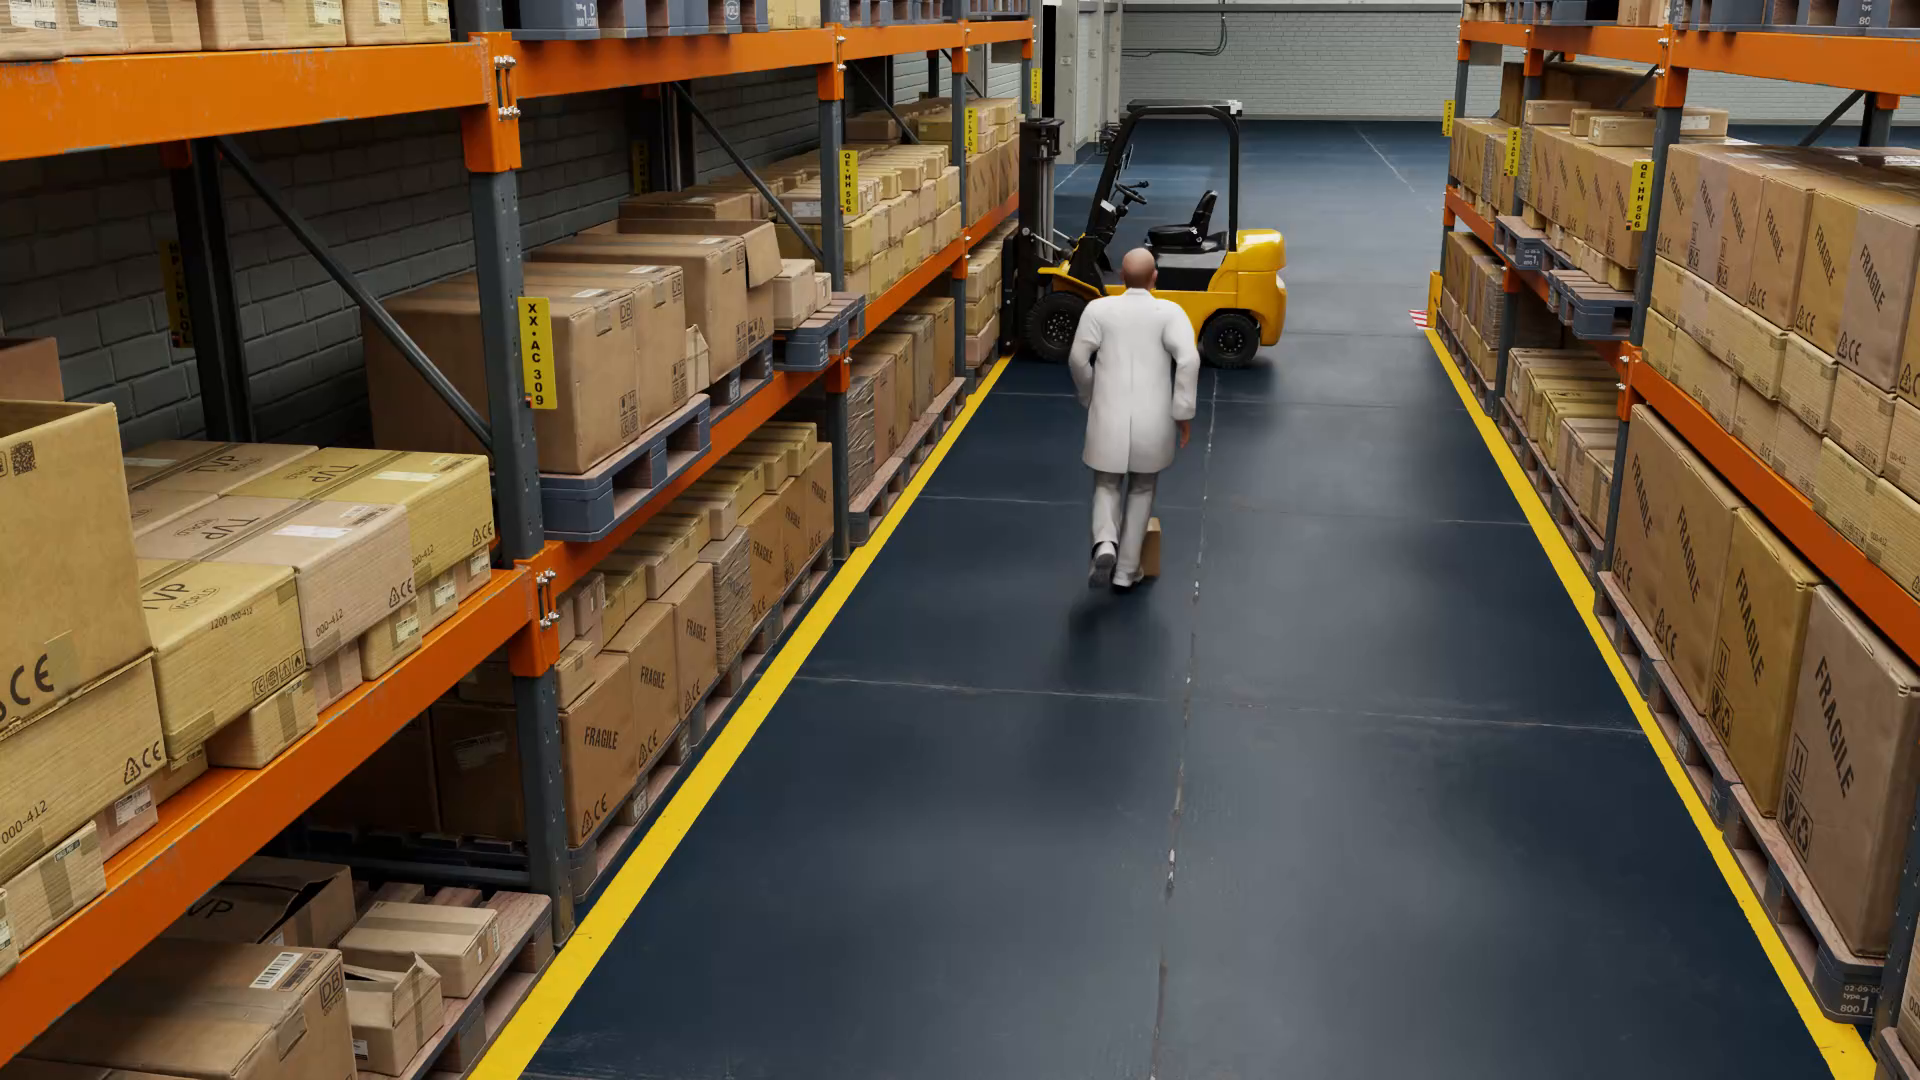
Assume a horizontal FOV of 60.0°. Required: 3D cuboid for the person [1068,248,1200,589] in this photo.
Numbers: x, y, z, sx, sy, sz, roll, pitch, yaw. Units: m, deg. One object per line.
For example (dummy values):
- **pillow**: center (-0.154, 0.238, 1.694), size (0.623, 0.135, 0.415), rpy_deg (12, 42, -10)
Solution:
- **person**: center (0.865, -0.571, 8.417), size (0.666, 1.746, 0.772), rpy_deg (2, 18, 7)
